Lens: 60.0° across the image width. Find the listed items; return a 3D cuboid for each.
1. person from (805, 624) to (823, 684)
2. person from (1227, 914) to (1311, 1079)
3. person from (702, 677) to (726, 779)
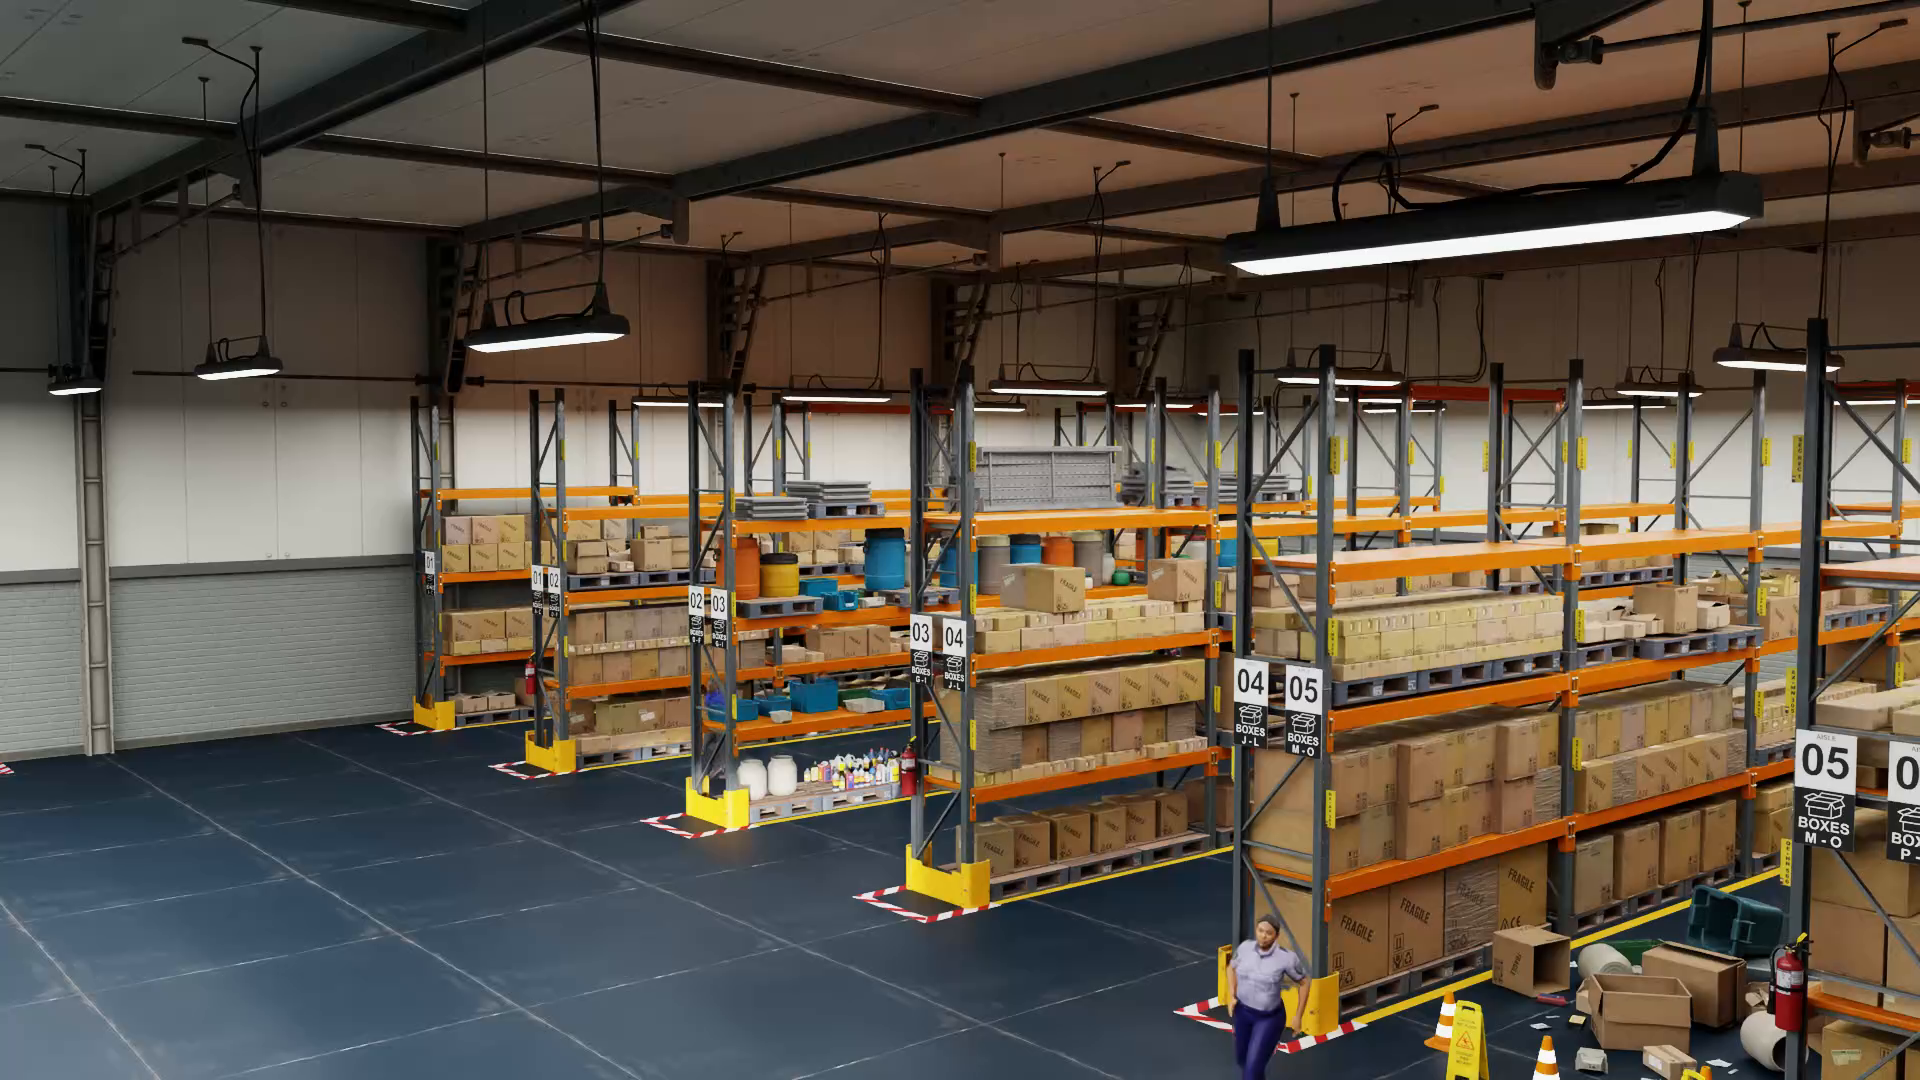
[{"bbox_3d":[-2.768,2.419,32.949,0.579,1.622,0.762,2,4,29],"label":"person"},{"bbox_3d":[2.260,3.593,12.438,0.656,1.611,0.922,2,4,36],"label":"person"},{"bbox_3d":[-3.705,2.863,25.187,0.558,1.596,0.791,3,4,37],"label":"person"}]
